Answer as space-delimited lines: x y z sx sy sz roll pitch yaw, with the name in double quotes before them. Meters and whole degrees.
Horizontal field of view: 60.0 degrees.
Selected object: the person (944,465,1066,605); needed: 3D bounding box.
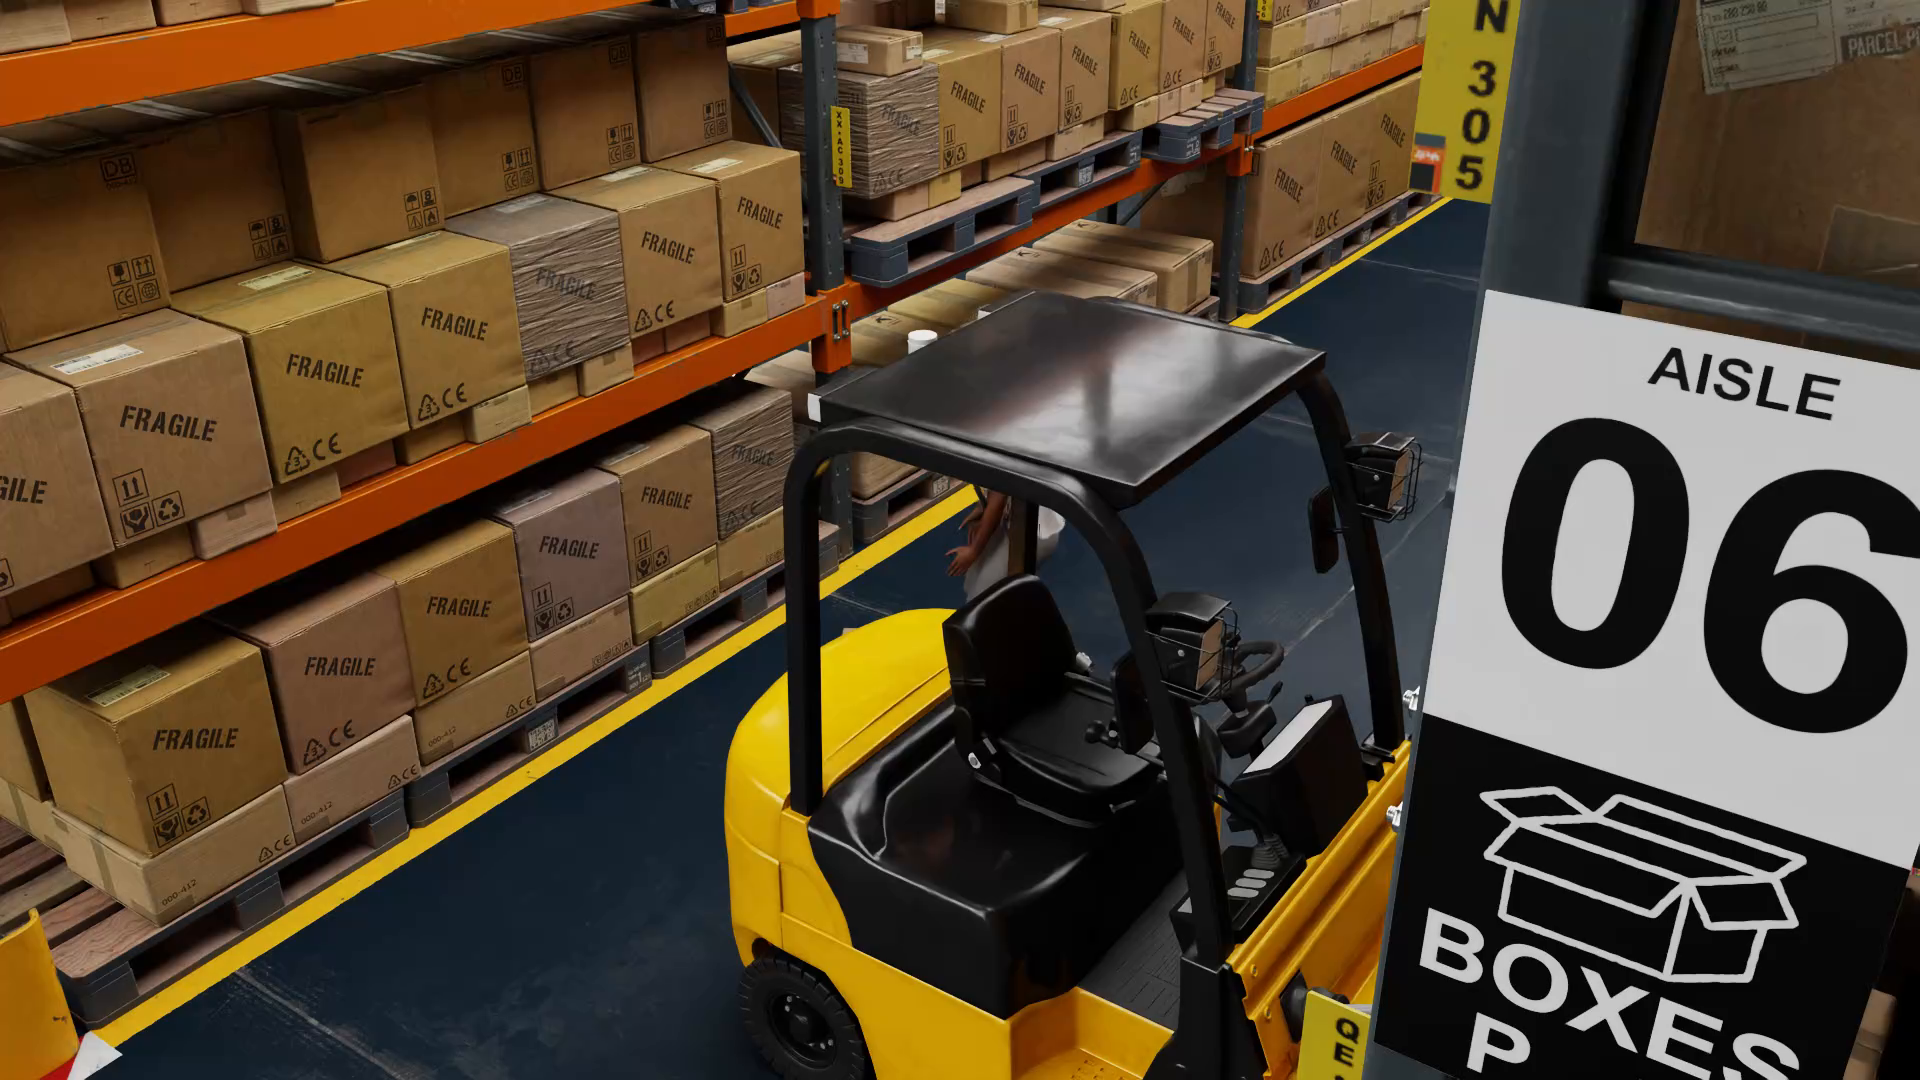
"person" 0.147 -0.035 6.279 0.500 1.592 0.469 2 27 3
